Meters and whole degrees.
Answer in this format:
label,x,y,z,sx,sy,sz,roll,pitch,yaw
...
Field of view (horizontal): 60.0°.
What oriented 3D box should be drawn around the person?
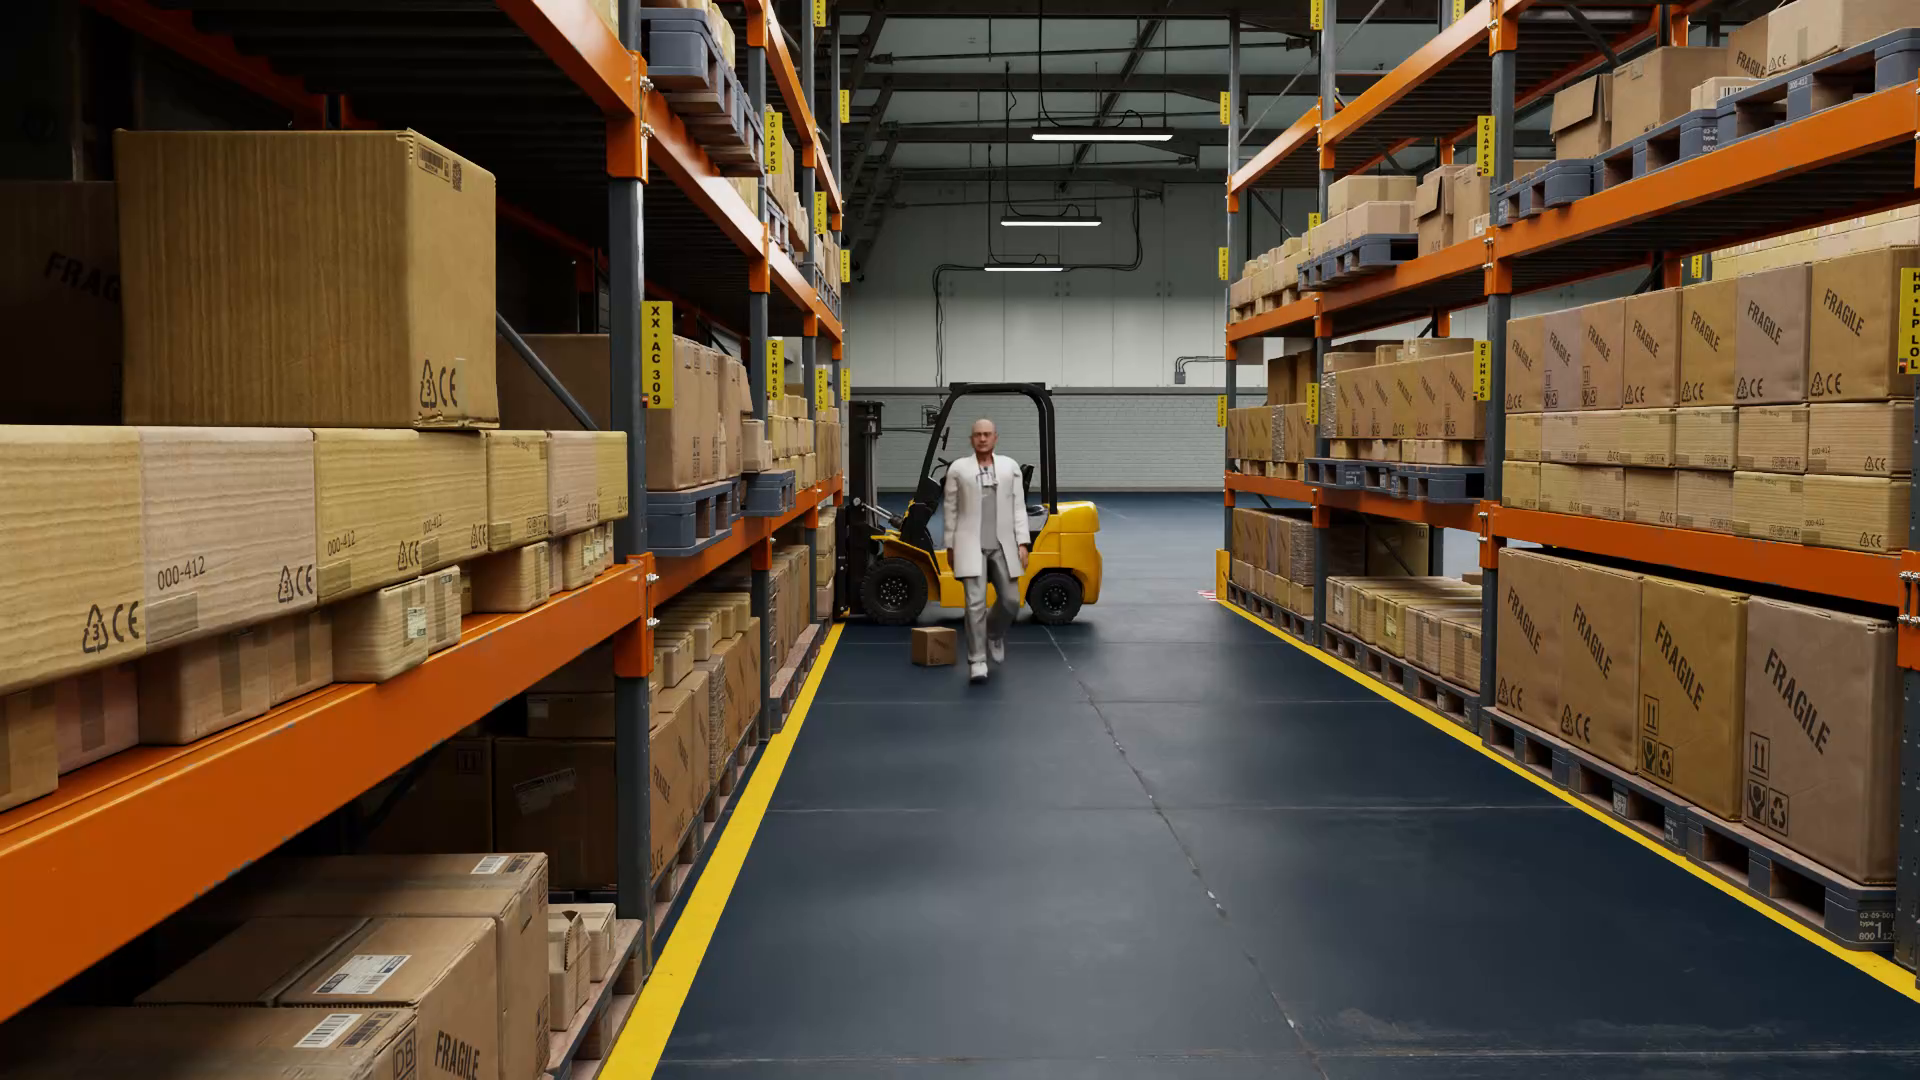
label,x,y,z,sx,sy,sz,roll,pitch,yaw
person,0.181,0.047,11.527,0.604,1.764,0.717,0,4,-8
